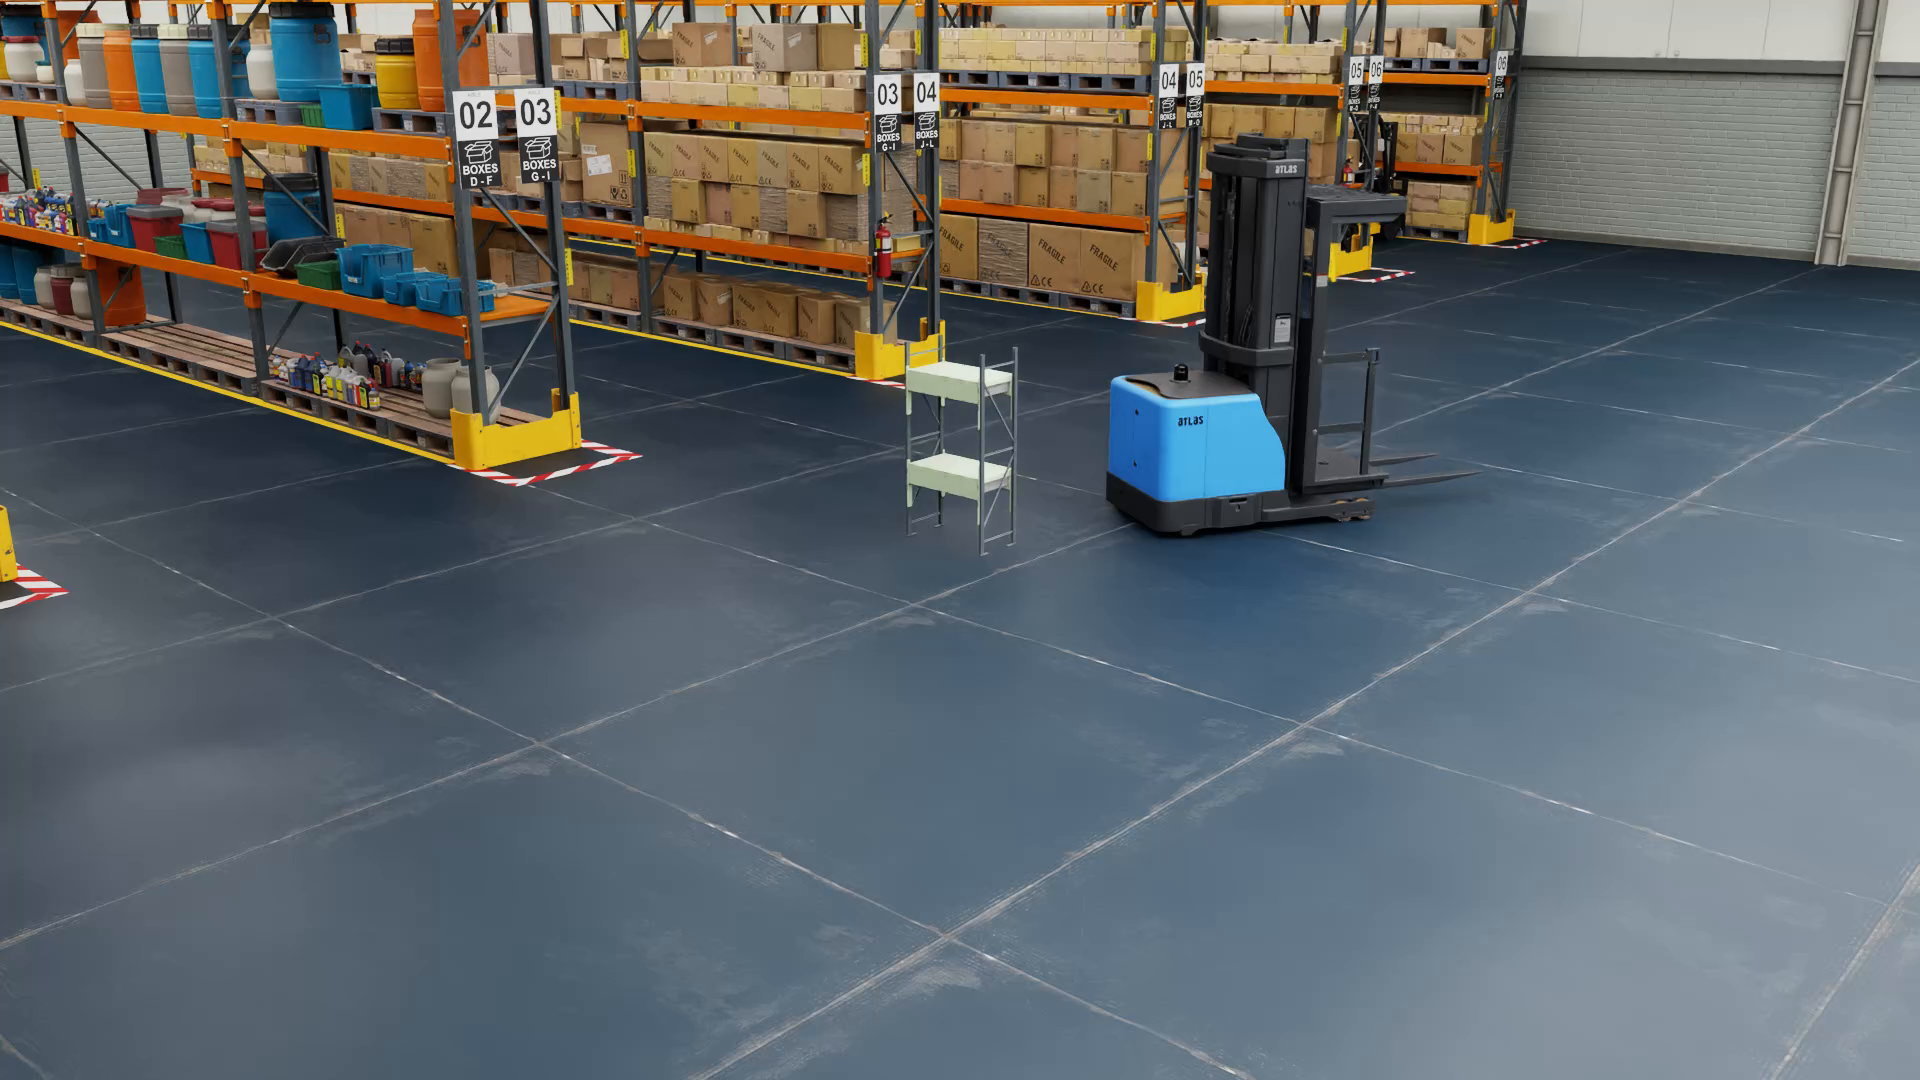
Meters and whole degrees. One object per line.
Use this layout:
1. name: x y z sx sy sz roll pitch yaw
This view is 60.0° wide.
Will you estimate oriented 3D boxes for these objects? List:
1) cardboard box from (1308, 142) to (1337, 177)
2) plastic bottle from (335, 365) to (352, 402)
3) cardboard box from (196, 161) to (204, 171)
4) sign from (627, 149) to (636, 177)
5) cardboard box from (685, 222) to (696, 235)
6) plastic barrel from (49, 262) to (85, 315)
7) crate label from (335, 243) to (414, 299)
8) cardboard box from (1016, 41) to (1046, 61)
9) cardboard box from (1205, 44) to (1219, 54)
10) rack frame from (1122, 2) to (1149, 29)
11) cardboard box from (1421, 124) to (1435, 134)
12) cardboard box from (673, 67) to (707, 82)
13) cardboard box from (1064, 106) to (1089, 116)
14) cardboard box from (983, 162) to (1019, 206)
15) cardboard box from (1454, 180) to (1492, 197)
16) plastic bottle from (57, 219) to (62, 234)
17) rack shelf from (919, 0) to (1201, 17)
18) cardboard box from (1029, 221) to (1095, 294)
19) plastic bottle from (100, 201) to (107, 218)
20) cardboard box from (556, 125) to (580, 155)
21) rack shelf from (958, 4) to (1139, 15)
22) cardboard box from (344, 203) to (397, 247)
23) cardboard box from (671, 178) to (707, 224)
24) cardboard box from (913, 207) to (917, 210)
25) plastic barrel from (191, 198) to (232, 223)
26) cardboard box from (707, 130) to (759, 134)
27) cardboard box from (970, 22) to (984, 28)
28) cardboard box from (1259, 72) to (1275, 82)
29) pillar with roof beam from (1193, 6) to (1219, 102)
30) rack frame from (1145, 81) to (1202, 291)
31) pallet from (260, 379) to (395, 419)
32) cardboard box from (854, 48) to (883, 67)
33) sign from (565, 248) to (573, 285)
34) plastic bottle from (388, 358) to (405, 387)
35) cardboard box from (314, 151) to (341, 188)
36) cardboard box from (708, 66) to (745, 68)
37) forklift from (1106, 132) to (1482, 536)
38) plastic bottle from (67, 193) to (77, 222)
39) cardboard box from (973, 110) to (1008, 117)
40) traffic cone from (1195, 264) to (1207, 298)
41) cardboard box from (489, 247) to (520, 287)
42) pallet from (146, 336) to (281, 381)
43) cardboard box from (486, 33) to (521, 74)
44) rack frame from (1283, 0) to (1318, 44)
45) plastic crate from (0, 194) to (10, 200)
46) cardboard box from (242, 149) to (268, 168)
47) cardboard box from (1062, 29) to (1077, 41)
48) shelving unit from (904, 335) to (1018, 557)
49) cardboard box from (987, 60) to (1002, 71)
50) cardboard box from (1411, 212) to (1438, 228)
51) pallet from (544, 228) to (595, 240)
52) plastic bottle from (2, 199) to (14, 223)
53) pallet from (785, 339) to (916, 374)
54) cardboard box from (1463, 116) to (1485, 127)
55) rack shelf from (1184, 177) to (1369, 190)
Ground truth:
1. cardboard box: 5.387 -5.790 25.241 0.500 0.500 0.500 15 23 38
2. plastic bottle: -5.955 -1.525 16.110 0.185 0.351 0.144 16 24 41
3. cardboard box: -12.522 -6.259 27.790 0.250 0.149 0.380 15 23 40
4. sign: -3.959 -4.541 20.047 0.005 0.325 0.100 15 23 39
5. cardboard box: -3.055 -3.739 19.850 0.250 0.149 0.380 15 23 39
6. plastic barrel: -11.095 -3.170 20.932 0.708 0.588 0.600 15 23 39
7. crate label: -5.446 -2.517 15.524 0.616 0.435 0.502 15 23 39
8. cardboard box: 1.089 -6.500 22.071 0.500 0.250 0.500 15 23 40
9. cardboard box: 4.014 -7.661 25.931 0.250 0.149 0.380 15 23 38
10. rack frame: 2.984 -9.217 26.777 0.127 3.000 1.000 15 23 39
11. cardboard box: 8.281 -7.204 29.114 0.250 0.149 0.380 15 23 39
12. cardboard box: -3.121 -5.431 19.396 0.250 0.149 0.380 15 23 40
13. cardboard box: 1.965 -7.233 28.020 0.250 0.149 0.380 14 22 38
14. cardboard box: 0.810 -4.977 23.087 0.550 0.550 0.875 15 23 39
15. cardboard box: 9.034 -6.183 29.335 0.500 0.250 0.500 15 23 38
16. plastic bottle: -10.705 -3.761 19.833 0.097 0.201 0.097 0 18 0
17. rack shelf: 1.270 -7.141 22.088 4.000 0.370 1.077 15 23 39
18. cardboard box: 1.556 -3.899 22.756 0.875 0.875 0.875 15 23 38
19. plastic bottle: -10.669 -4.092 20.759 0.097 0.271 0.097 0 18 0
20. cardboard box: -6.758 -7.046 29.197 0.500 0.500 0.500 15 23 39
21. rack shelf: 1.789 -11.012 34.283 4.000 0.370 1.077 15 23 39
22. cardboard box: -8.416 -4.606 24.983 0.875 0.875 1.225 14 22 37
23. cardboard box: -2.947 -4.092 19.889 0.500 0.500 0.875 15 23 39
24. cardboard box: -0.469 -6.505 30.969 0.875 0.875 0.875 15 23 39
25. plastic barrel: -8.323 -3.535 18.568 0.433 0.535 0.433 0 18 0
26. cardboard box: -2.699 -4.653 20.004 0.500 0.500 0.500 15 23 39
27. cardboard box: 0.286 -10.845 35.245 0.258 0.266 0.396 15 23 39
28. cardboard box: 4.777 -7.081 25.422 0.250 0.149 0.380 15 23 39
29. pillar with roof beam: 2.000 -10.112 29.597 0.400 9.000 9.100 15 23 39
30. rack frame: 2.766 -4.414 21.561 0.127 3.000 1.000 15 23 39
31. pallet: -6.406 -1.521 17.056 1.213 0.211 1.003 15 23 39
32. cardboard box: -1.295 -7.021 24.206 0.500 0.250 0.500 15 23 39
33. sign: -3.521 -2.447 14.906 0.005 0.325 0.100 15 23 39
34. plastic bottle: -5.704 -1.705 16.801 0.135 0.276 0.152 16 23 40
35. cardboard box: -9.399 -5.620 25.197 0.500 0.500 0.500 15 23 39
36. cardboard box: -2.774 -5.558 19.797 0.250 0.149 0.380 14 22 37
37. forklift: 2.748 -1.682 13.066 3.031 2.935 1.130 -6 19 -19
38. plastic bottle: -11.136 -4.184 20.919 0.185 0.351 0.144 15 23 39
39. cardboard box: 0.570 -7.304 29.317 0.500 0.500 0.500 17 24 42
40. traffic cone: 3.311 -3.633 23.293 0.334 0.463 0.336 15 23 39
41. cardboard box: -6.071 -3.807 23.052 0.500 0.500 0.700 14 22 36
42. pallet: -8.411 -2.059 18.751 1.213 0.211 1.003 15 23 39
43. cardboard box: -6.028 -6.379 21.802 0.500 0.500 0.500 15 23 40
44. rack frame: 6.276 -10.340 30.318 0.127 3.000 1.000 15 23 39
45. plastic crate: -13.118 -4.630 22.577 0.243 0.136 0.396 15 23 39
46. cardboard box: -11.229 -6.129 26.722 0.500 0.250 0.500 14 23 38
47. cardboard box: 1.531 -6.547 21.560 0.250 0.149 0.380 15 23 39
48. shelving unit: 0.005 -0.714 12.381 0.755 1.500 0.431 15 23 39
49. cardboard box: 0.583 -6.421 22.482 0.250 0.149 0.380 15 23 38
50. cardboard box: 8.341 -5.692 29.441 0.500 0.250 0.500 15 23 39
51. pallet: -6.735 -5.621 29.974 1.213 0.211 1.003 15 23 39
52. plastic bottle: -11.905 -4.130 20.872 0.135 0.276 0.152 15 23 39
53. pallet: -1.243 -2.169 19.098 1.213 0.211 1.003 15 23 39
54. cardboard box: 8.860 -7.201 28.613 0.250 0.149 0.380 15 23 39
55. rack shelf: 4.480 -5.613 26.528 4.000 0.370 1.077 15 23 39
